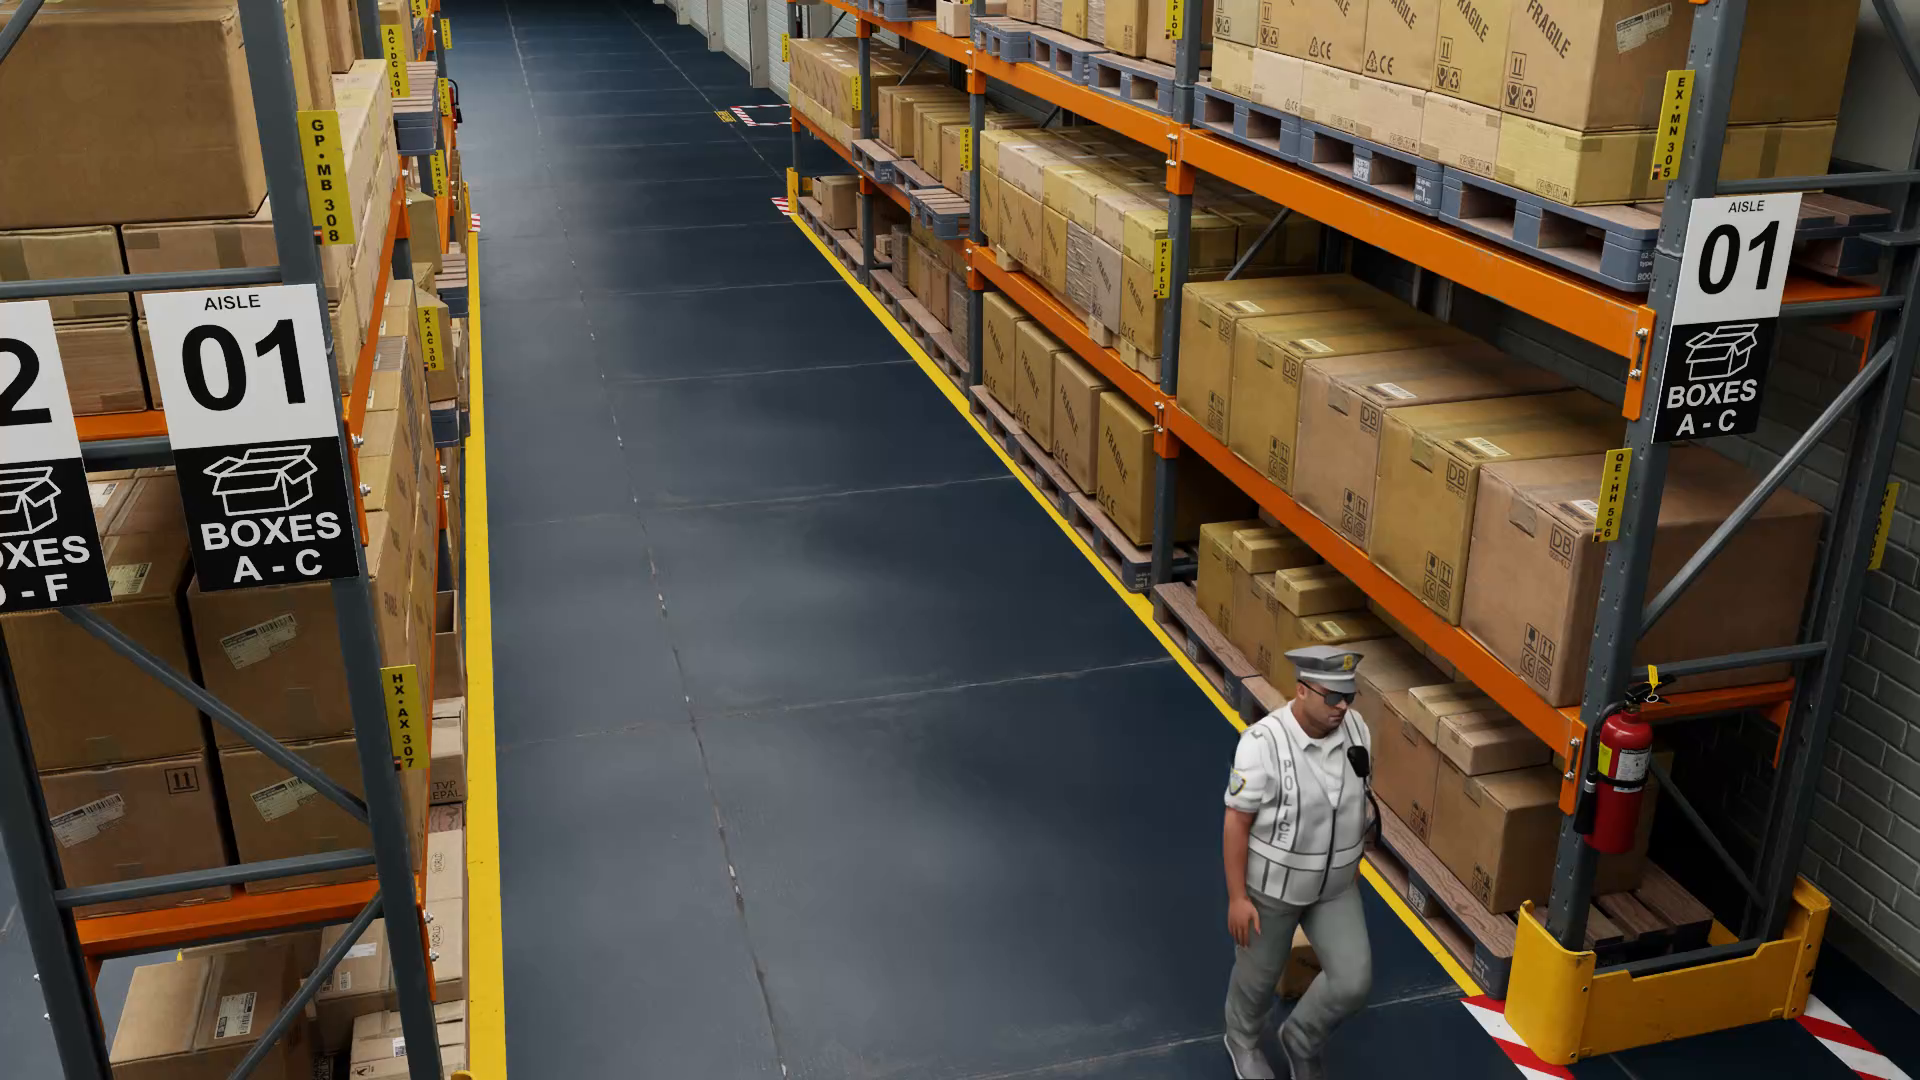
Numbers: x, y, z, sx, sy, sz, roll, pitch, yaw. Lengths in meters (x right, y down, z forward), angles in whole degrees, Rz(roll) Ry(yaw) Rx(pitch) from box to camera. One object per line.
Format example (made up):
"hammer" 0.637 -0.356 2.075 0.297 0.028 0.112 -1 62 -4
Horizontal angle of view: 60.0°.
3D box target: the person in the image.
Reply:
"person" 1.171 1.199 5.753 0.600 1.828 0.510 -7 24 -17
